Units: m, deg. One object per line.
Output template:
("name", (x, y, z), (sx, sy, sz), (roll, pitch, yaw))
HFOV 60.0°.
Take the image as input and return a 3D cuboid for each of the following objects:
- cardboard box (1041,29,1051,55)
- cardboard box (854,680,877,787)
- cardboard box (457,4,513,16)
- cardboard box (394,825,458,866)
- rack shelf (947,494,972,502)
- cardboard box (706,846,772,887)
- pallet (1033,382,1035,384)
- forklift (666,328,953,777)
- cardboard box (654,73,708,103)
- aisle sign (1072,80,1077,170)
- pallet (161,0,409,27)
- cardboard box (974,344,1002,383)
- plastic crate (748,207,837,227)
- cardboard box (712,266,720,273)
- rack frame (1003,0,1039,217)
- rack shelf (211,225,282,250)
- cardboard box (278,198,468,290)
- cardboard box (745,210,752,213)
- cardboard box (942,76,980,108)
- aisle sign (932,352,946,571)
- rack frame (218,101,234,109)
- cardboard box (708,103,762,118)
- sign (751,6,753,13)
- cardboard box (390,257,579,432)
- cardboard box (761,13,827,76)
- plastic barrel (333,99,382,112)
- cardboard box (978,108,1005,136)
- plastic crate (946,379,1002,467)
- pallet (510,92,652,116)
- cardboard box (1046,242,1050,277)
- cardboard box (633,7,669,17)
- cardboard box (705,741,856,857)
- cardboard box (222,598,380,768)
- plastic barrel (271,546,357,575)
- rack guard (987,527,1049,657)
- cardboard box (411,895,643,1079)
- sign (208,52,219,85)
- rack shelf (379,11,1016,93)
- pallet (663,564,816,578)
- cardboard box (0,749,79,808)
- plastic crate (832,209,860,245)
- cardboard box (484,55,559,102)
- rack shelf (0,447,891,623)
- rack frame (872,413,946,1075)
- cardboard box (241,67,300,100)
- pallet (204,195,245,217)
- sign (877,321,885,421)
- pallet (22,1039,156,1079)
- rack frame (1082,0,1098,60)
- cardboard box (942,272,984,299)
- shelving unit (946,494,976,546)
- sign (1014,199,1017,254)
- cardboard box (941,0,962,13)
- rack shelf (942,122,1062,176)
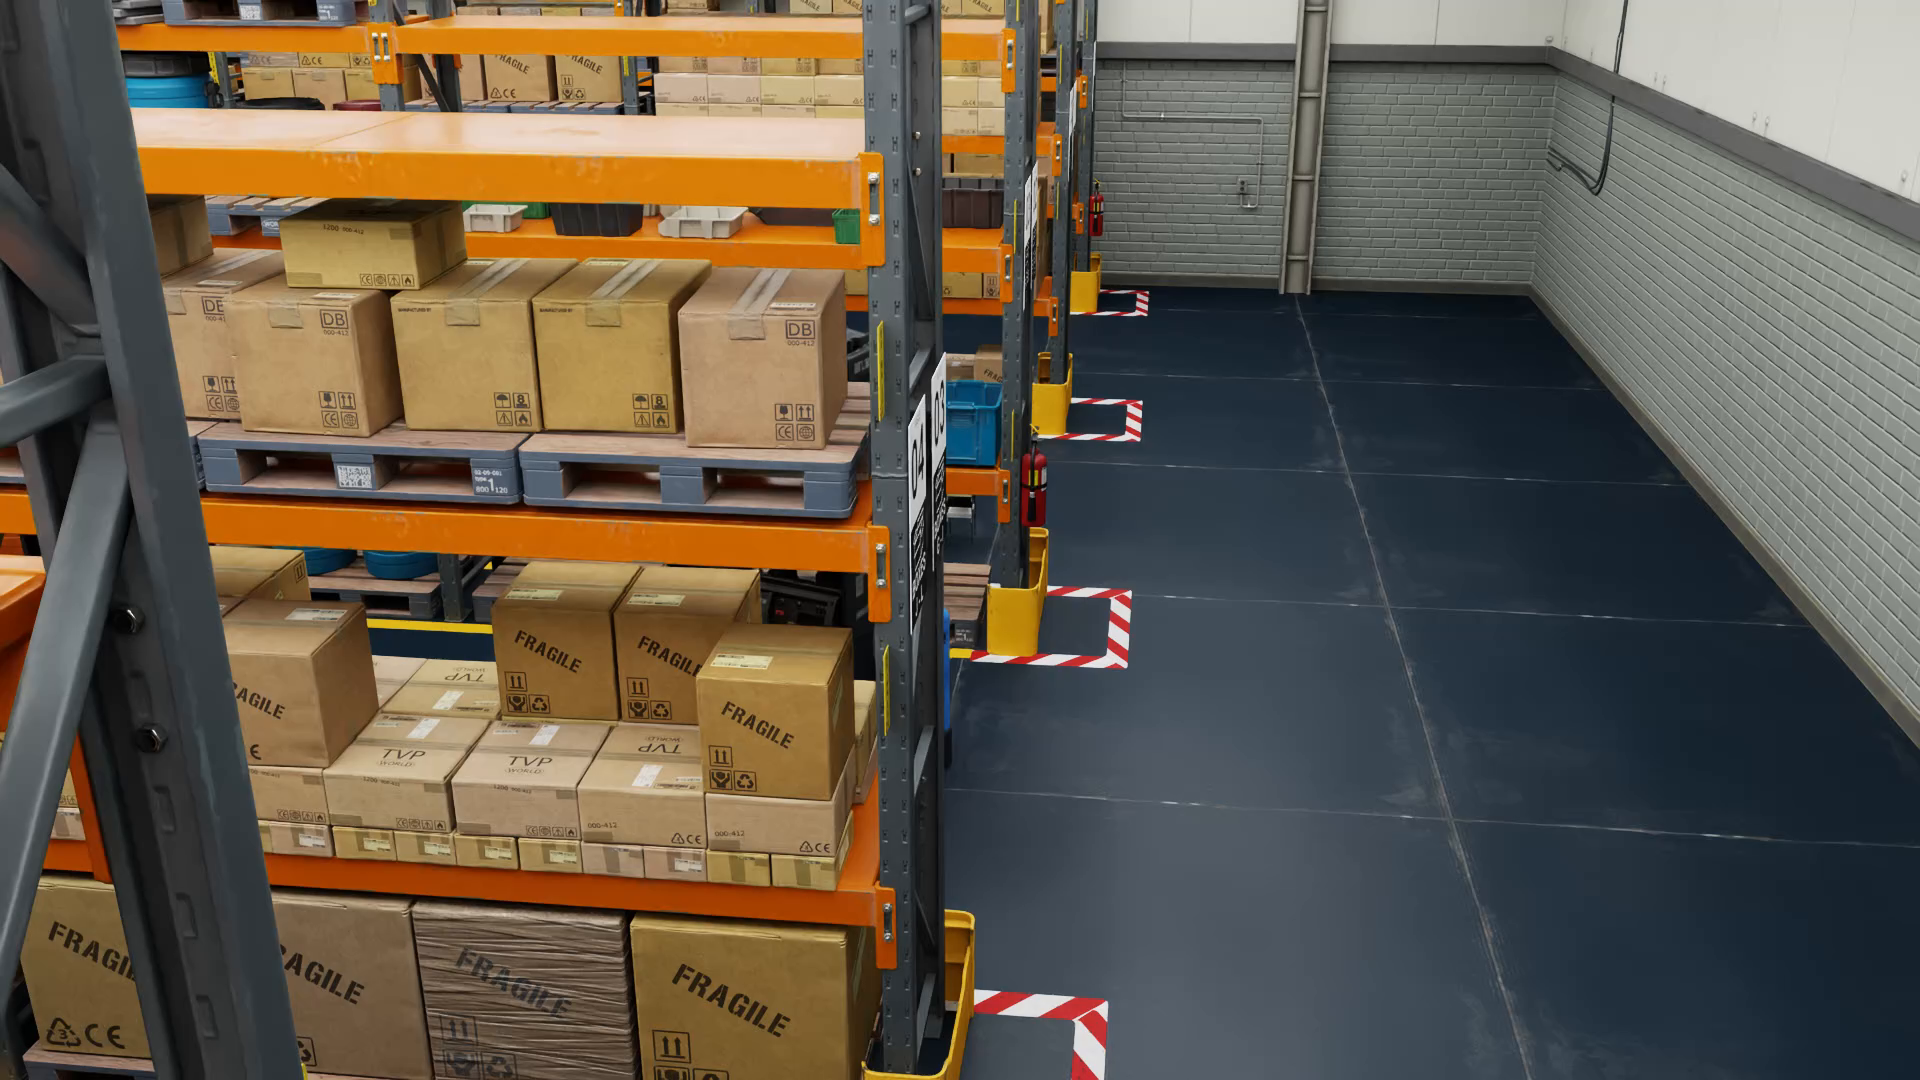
("cardboard box", (0.801, -5.926, 19.767), (0.500, 0.250, 0.500), (3, 22, 8))
("cardboard box", (-0.634, 0.813, 7.103), (0.500, 0.250, 0.500), (2, 22, 5))
("cardboard box", (-5.906, -6.417, 20.777), (0.500, 0.500, 0.700), (1, 22, 2))
("cardboard box", (-2.100, 1.156, 6.777), (0.250, 0.149, 0.380), (3, 22, 7))
("rack shelf", (0.008, -0.387, 13.286), (0.200, 0.077, 0.258), (2, 22, 6))
("cardboard box", (-0.840, 1.212, 6.637), (0.250, 0.149, 0.380), (3, 22, 7))
("pallet", (0.113, -1.356, 16.584), (1.213, 0.211, 1.003), (2, 22, 6))
("forklift", (-1.143, 0.422, 8.385), (1.130, 2.935, 3.031), (10, 24, 24))
("cardboard box", (-2.538, -4.235, 15.516), (0.500, 0.250, 0.500), (2, 22, 6))
("aisle sign", (1.083, -3.929, 15.762), (0.004, 0.787, 0.394), (2, 22, 6))
("pallet", (-4.404, -3.521, 10.908), (1.213, 0.211, 1.003), (2, 22, 6))
("cardboard box", (0.411, -1.592, 16.187), (0.500, 0.500, 0.500), (2, 22, 6))
("plastic crate", (-1.091, -2.340, 11.284), (0.767, 0.338, 0.504), (2, 22, 6))
("cardboard box", (-2.518, -2.714, 16.089), (0.500, 0.500, 0.500), (3, 22, 8))
("rack frame", (0.394, -3.597, 10.300), (0.127, 3.000, 1.000), (2, 22, 6))
("rack shelf", (-5.565, -2.128, 11.640), (4.000, 0.370, 1.077), (2, 22, 6))
("cardboard box", (-2.194, -1.122, 6.256), (0.500, 0.250, 0.500), (2, 22, 5))
("cardboard box", (-2.045, -3.155, 15.845), (0.500, 0.500, 0.500), (2, 22, 5))
("cardboard box", (-0.056, -4.124, 15.236), (0.500, 0.250, 0.500), (2, 22, 6))
("aisle sign", (-0.083, -0.315, 6.620), (0.004, 0.787, 0.394), (2, 22, 6))
("rack frame", (-6.964, -2.962, 16.852), (0.127, 3.000, 1.000), (2, 22, 6))
("cardboard box", (-2.042, -3.980, 15.550), (0.500, 0.250, 0.500), (2, 22, 6))
("sign", (-2.467, -6.181, 19.783), (0.005, 0.325, 0.100), (2, 22, 6))
("cardboard box", (-1.776, -0.758, 6.355), (0.500, 0.500, 0.700), (1, 22, 3))
("cardboard box", (-1.527, -4.595, 15.408), (0.500, 0.500, 0.700), (2, 22, 6))
("plastic barrel", (-4.072, -2.748, 11.476), (0.433, 0.535, 0.433), (0, 22, 0))
("cardboard box", (0.439, -3.867, 15.265), (0.500, 0.250, 0.500), (2, 22, 6))
("plastic crate", (0.039, -0.798, 11.249), (0.499, 0.435, 0.616), (2, 22, 6))
("pallet", (-3.631, -4.150, 16.034), (1.003, 0.211, 1.213), (2, 22, 6))
("cardboard box", (0.853, -3.451, 20.918), (0.500, 0.500, 0.700), (2, 22, 6))
("cardboard box", (-3.834, -6.322, 20.538), (0.500, 0.500, 0.700), (2, 22, 5))
("cardboard box", (-0.702, 1.008, 6.609), (0.500, 0.250, 0.500), (2, 22, 5))
("cardboard box", (-2.711, 0.569, 6.699), (0.500, 0.500, 0.500), (2, 22, 5))
("plastic barrel", (-4.820, -0.260, 12.302), (0.708, 0.901, 0.600), (2, 22, 6))
("rack guard", (0.419, 0.351, 11.872), (0.348, 0.500, 1.175), (2, 22, 6))
("cardboard box", (-1.738, 1.756, 7.238), (0.875, 0.875, 0.875), (2, 22, 6))
("sign", (-7.038, -4.432, 15.679), (0.005, 0.325, 0.100), (2, 22, 6))
("rack shelf", (-1.593, -3.163, 10.724), (4.000, 0.370, 1.077), (2, 22, 6))
("pallet", (-1.629, 0.386, 12.177), (1.213, 0.211, 1.003), (2, 22, 6))
("cardboard box", (-3.726, 0.875, 6.946), (0.500, 0.250, 0.500), (2, 22, 5))
("plastic crate", (-0.619, -2.042, 10.734), (0.336, 0.188, 0.450), (2, 22, 6))
("cardboard box", (-4.150, -4.541, 15.924), (0.600, 0.600, 0.600), (2, 22, 6))
("rack shelf", (-2.175, -0.146, 6.628), (4.000, 0.370, 1.077), (2, 22, 6))
("rack frame", (-0.189, 1.001, 6.829), (0.127, 3.000, 1.000), (2, 22, 6))
("cardboard box", (-6.527, -4.397, 16.266), (0.500, 0.500, 0.910), (2, 22, 6))
("pallet", (-5.923, -1.470, 9.254), (1.331, 0.211, 5.837), (3, 22, 9))
("sign", (-0.267, -0.572, 5.629), (0.005, 0.325, 0.100), (2, 22, 6))
("pallet", (-3.416, 2.186, 7.624), (1.213, 0.211, 1.003), (2, 22, 6))
("rack frame", (1.560, -7.215, 19.449), (0.127, 3.000, 1.000), (2, 22, 6))
("cardboard box", (-0.012, -2.604, 15.809), (0.500, 0.500, 0.500), (3, 22, 7))
("shelving unit", (0.008, -0.418, 13.273), (0.210, 0.900, 0.258), (2, 22, 6))
("sign", (0.345, -1.952, 10.361), (0.005, 0.325, 0.100), (2, 22, 6))
("cardboard box", (-0.214, -6.318, 19.737), (0.500, 0.500, 0.500), (2, 22, 4))
("rack shelf", (-1.006, -3.763, 15.776), (4.000, 0.370, 1.077), (2, 22, 6))
